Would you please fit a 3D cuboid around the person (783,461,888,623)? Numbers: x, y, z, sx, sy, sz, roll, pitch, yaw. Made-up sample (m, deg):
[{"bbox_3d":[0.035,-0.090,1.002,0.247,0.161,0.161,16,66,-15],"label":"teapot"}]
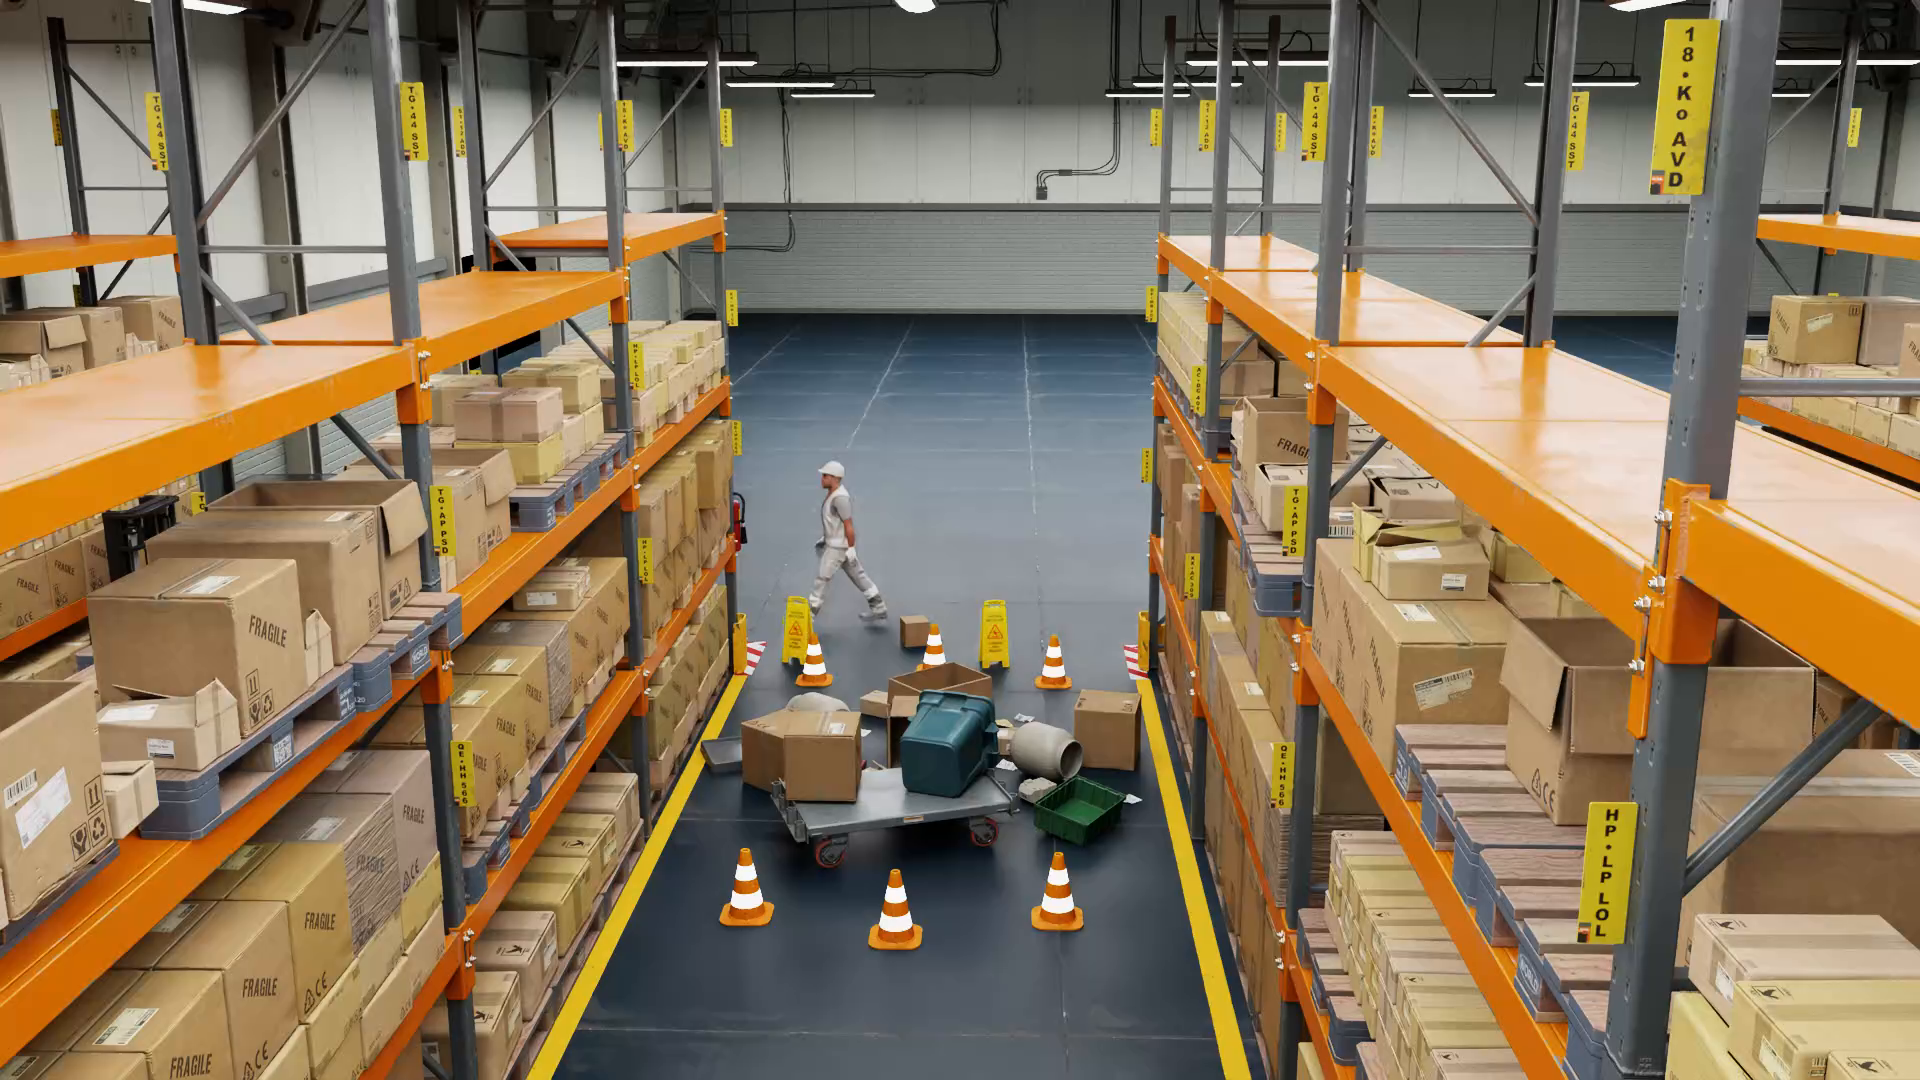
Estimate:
[{"bbox_3d":[-1.297,0.042,17.124,1.095,1.727,0.527,-1,14,-6],"label":"person"}]
